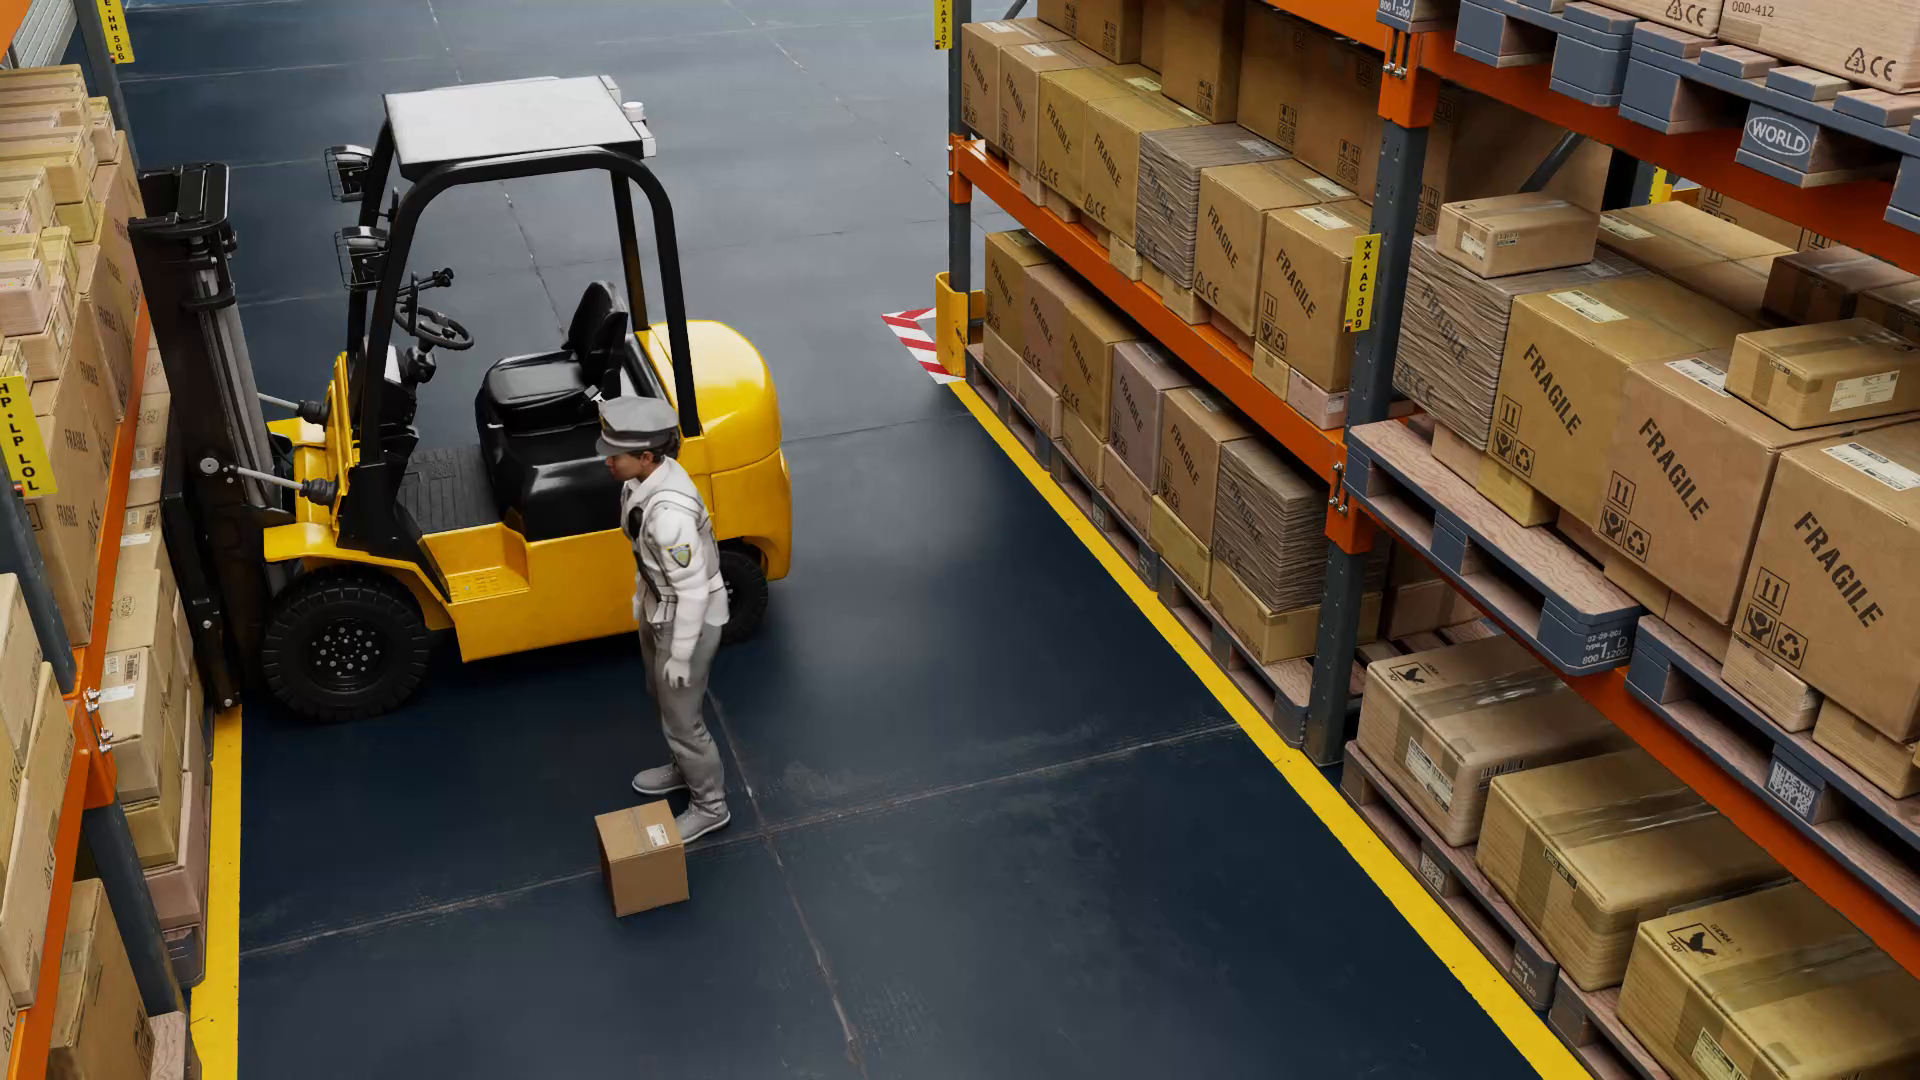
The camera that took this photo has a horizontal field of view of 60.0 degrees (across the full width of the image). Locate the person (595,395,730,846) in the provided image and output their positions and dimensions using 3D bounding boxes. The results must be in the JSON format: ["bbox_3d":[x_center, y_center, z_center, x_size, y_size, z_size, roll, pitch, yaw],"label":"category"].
[{"bbox_3d":[-0.978,0.278,5.641,0.370,1.666,0.545,-12,32,-20],"label":"person"}]
